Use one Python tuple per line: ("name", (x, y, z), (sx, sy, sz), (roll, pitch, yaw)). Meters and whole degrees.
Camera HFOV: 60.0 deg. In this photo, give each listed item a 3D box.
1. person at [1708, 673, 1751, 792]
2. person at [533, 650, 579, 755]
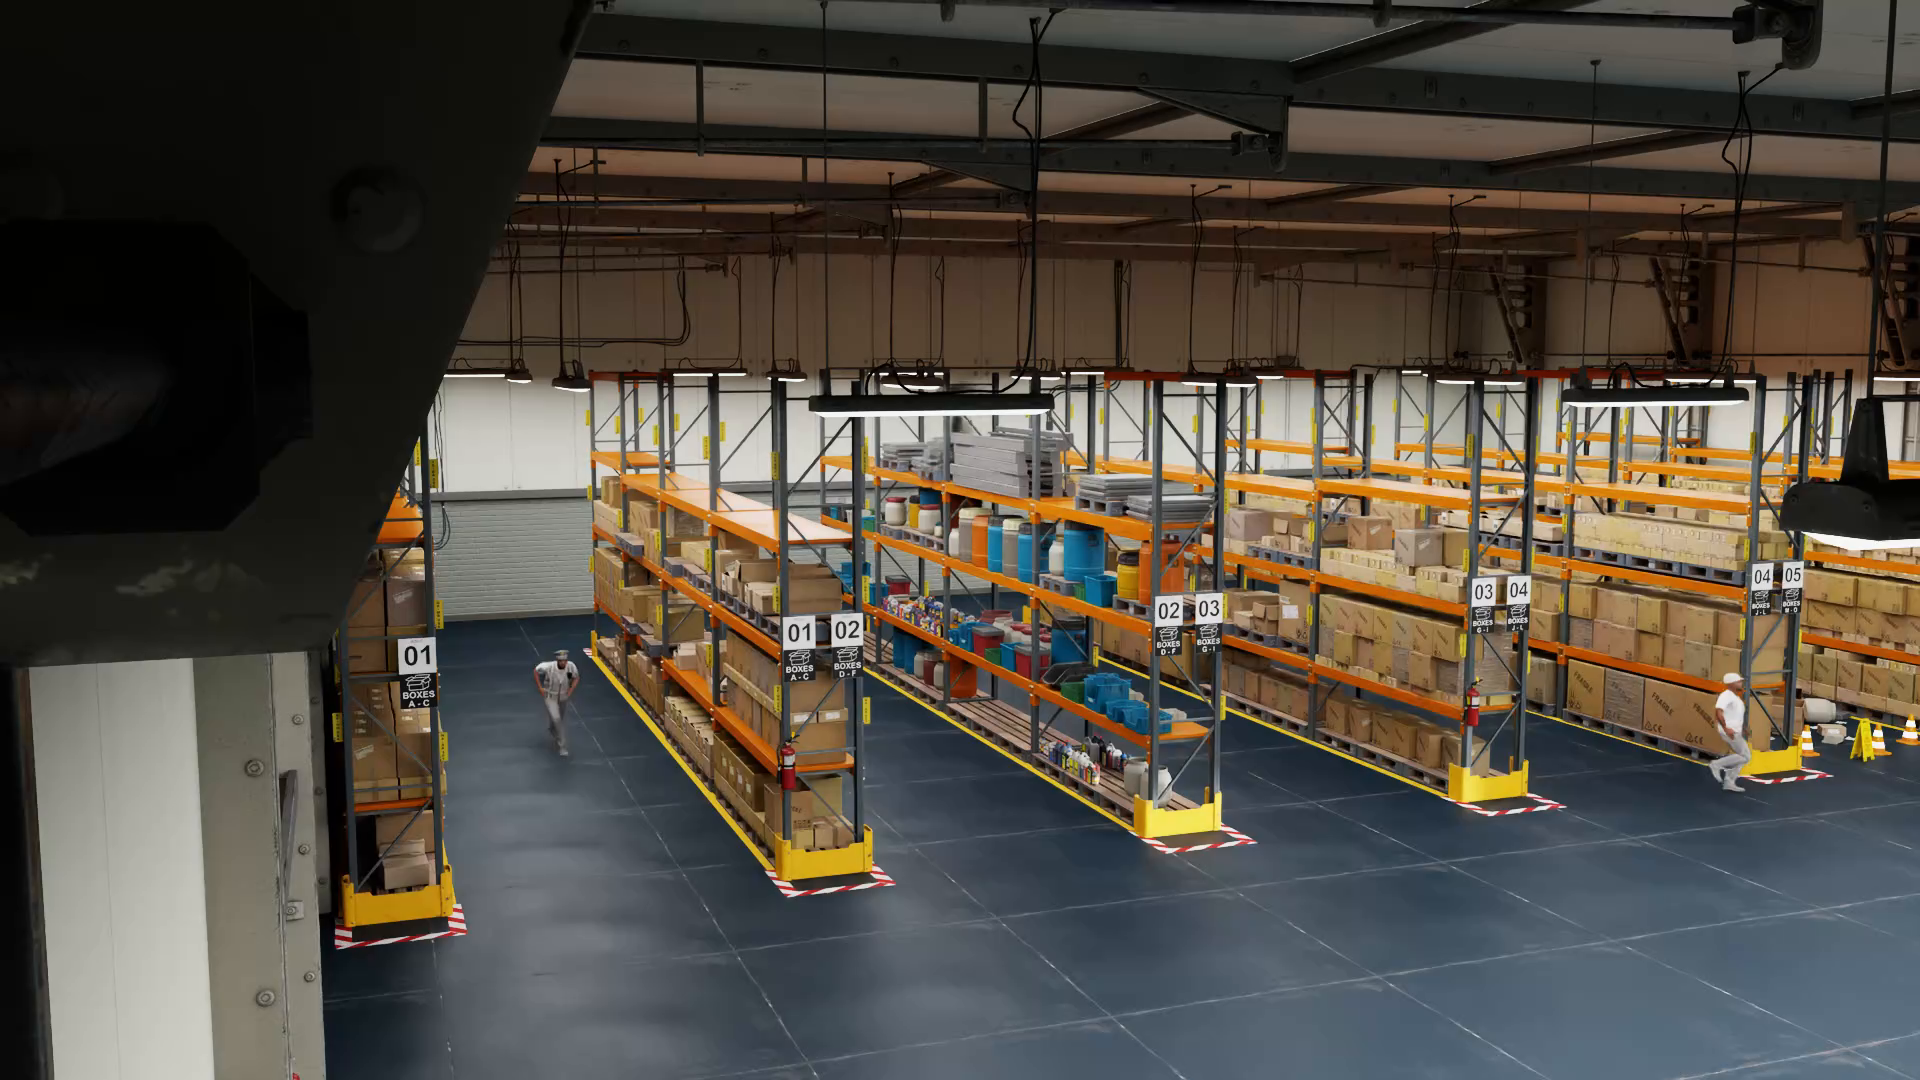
("person", (11.277, 2.786, 24.284), (0.545, 1.691, 0.744), (4, 7, 31))
("person", (-6.491, 2.557, 26.683), (0.704, 1.721, 1.029), (-3, 7, -26))
